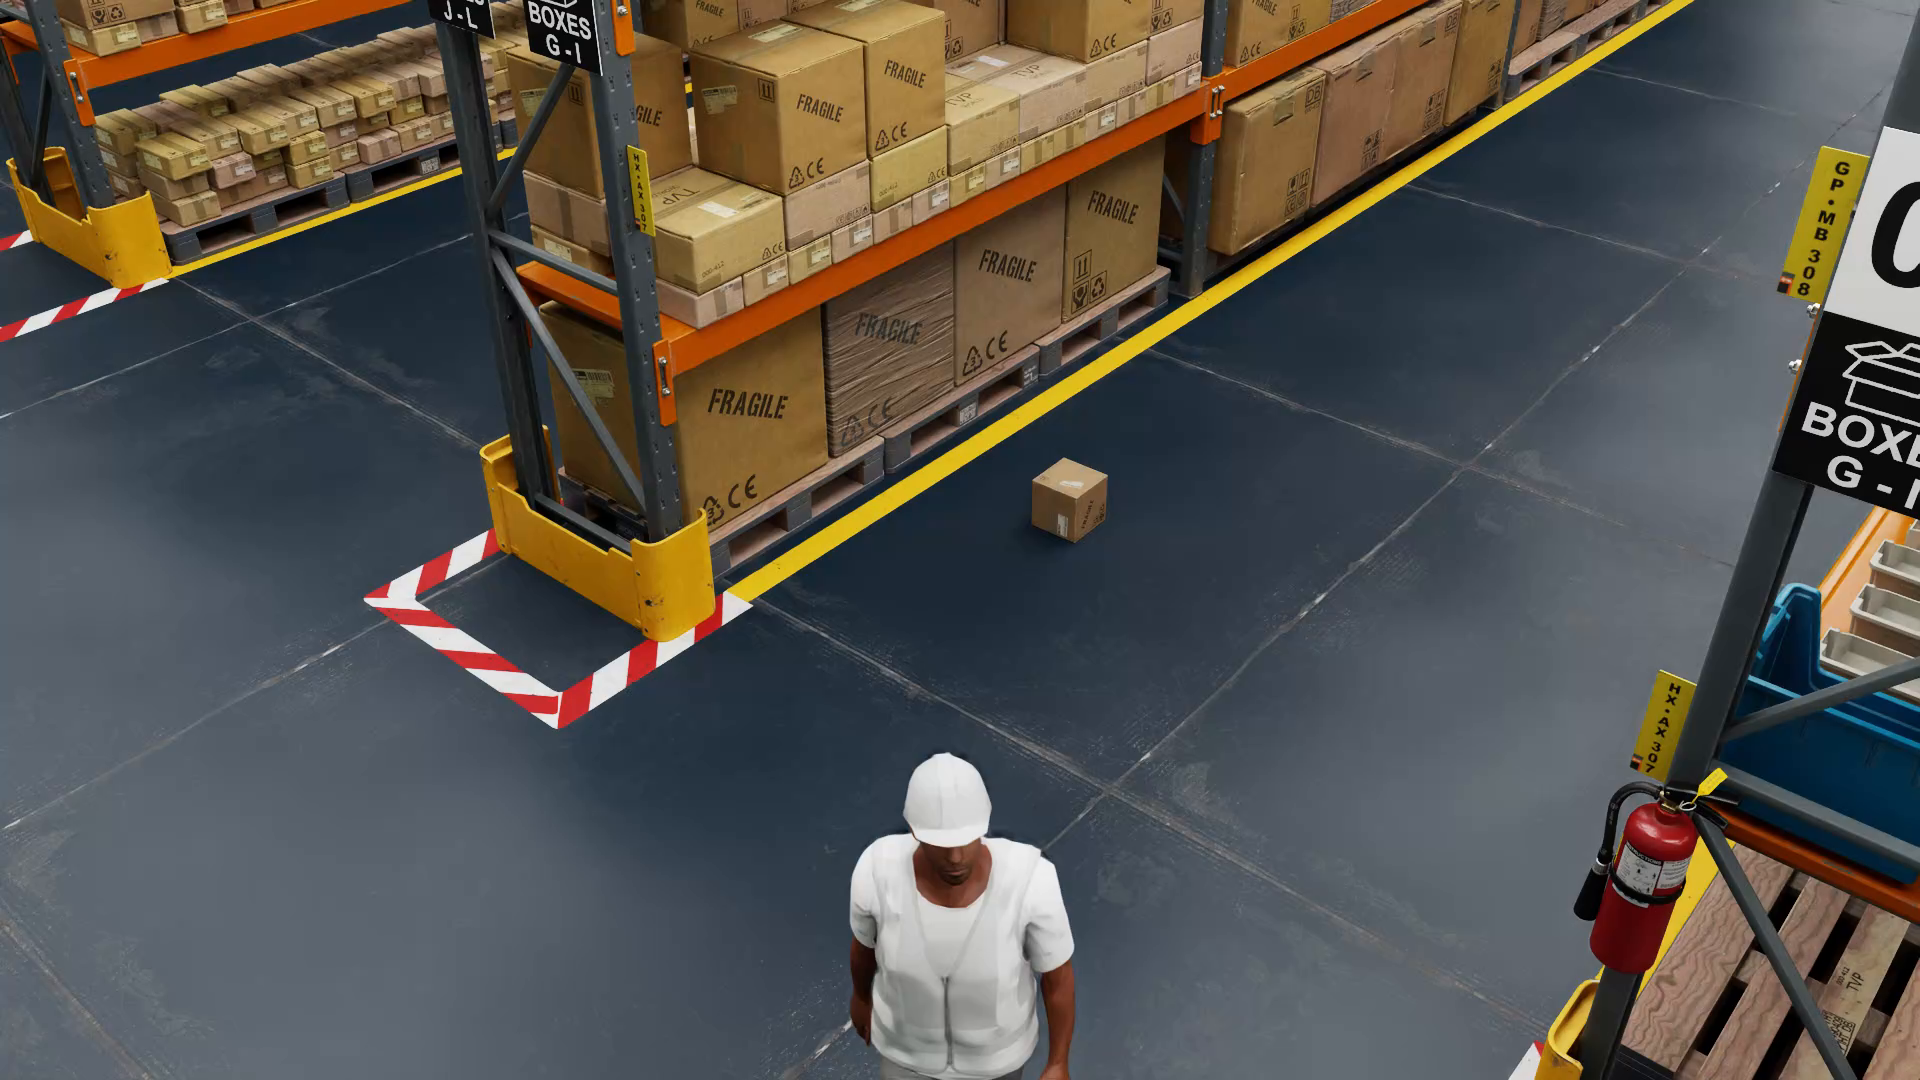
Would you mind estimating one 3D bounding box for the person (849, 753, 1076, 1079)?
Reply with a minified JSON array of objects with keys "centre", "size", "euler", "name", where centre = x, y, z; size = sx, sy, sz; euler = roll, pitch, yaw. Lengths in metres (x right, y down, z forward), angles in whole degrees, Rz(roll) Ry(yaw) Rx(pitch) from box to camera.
[{"centre":[-0.007,1.286,4.289],"size":[0.601,1.726,1.019],"euler":[1,35,2],"name":"person"}]
